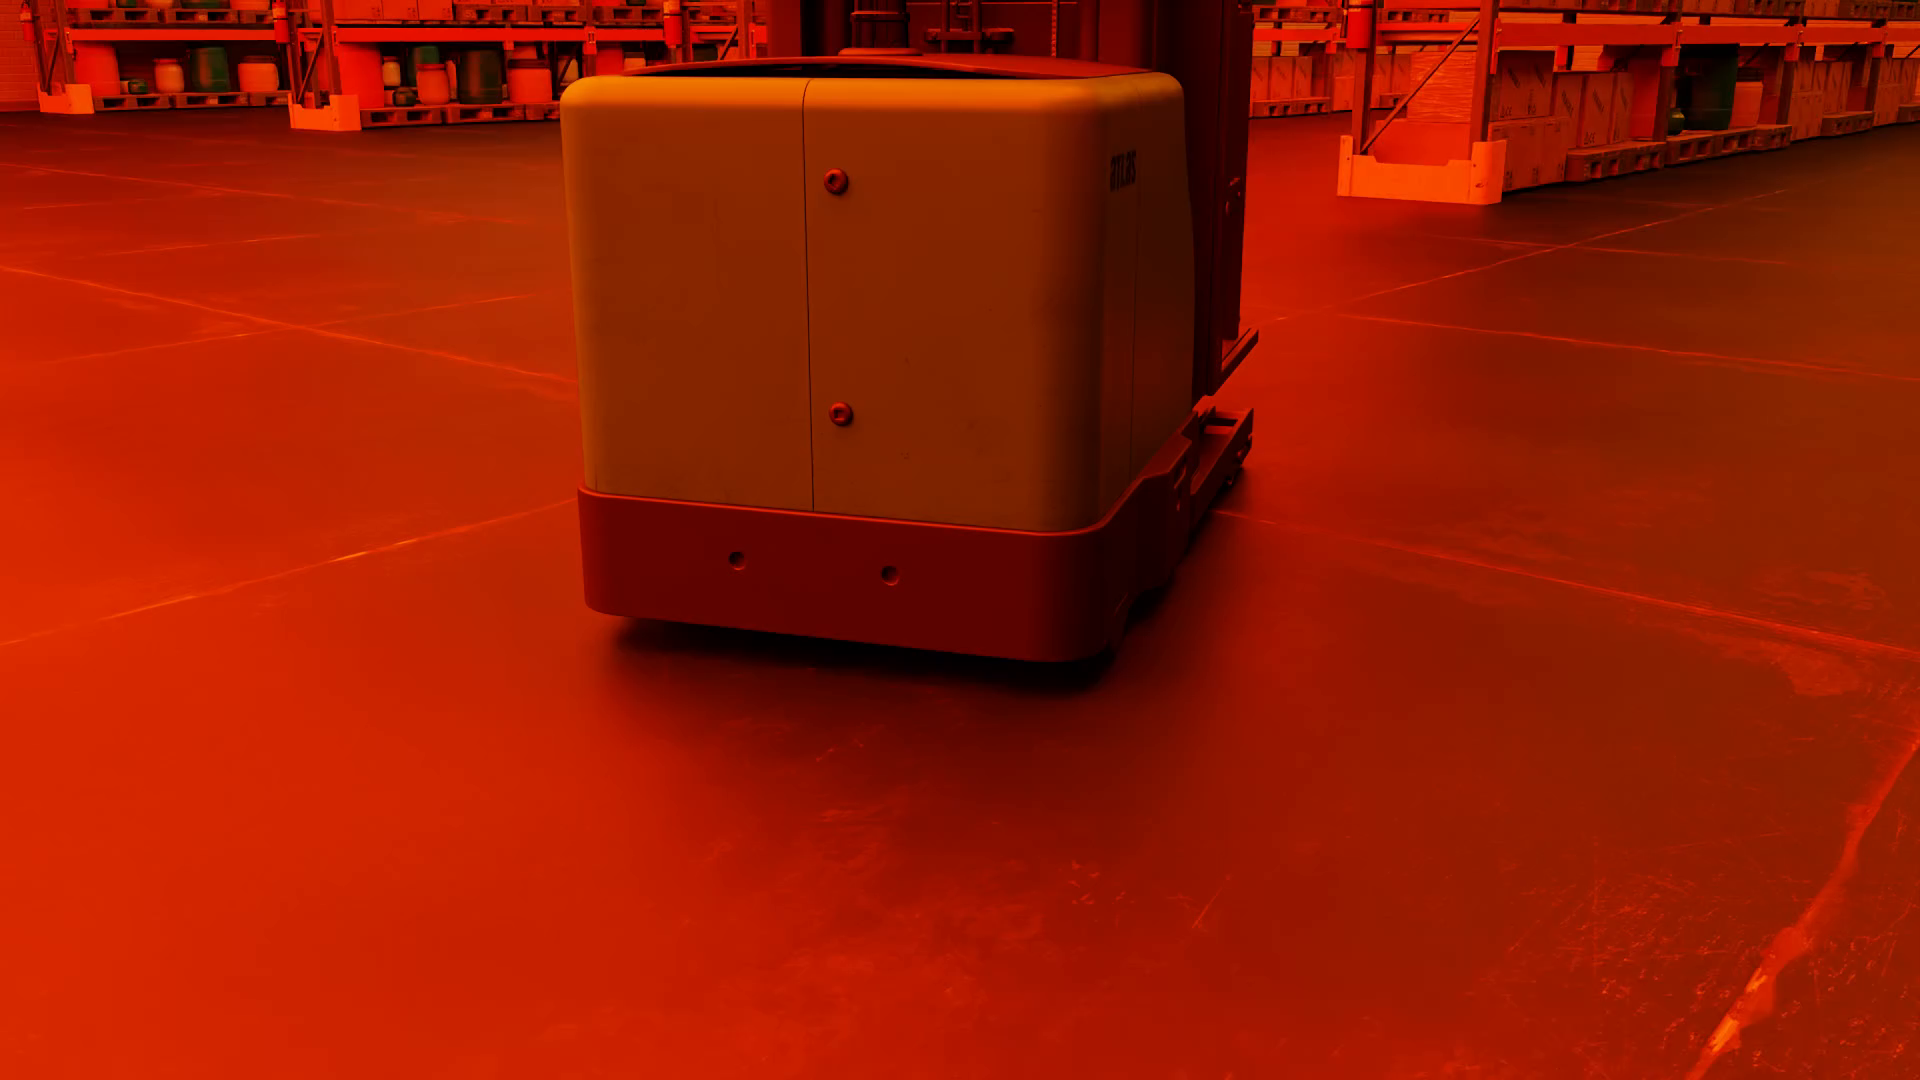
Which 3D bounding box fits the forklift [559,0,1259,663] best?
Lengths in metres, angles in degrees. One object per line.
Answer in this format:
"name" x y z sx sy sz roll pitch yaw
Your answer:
"forklift" 0.182 -1.571 4.072 1.130 2.935 3.031 5 18 17
